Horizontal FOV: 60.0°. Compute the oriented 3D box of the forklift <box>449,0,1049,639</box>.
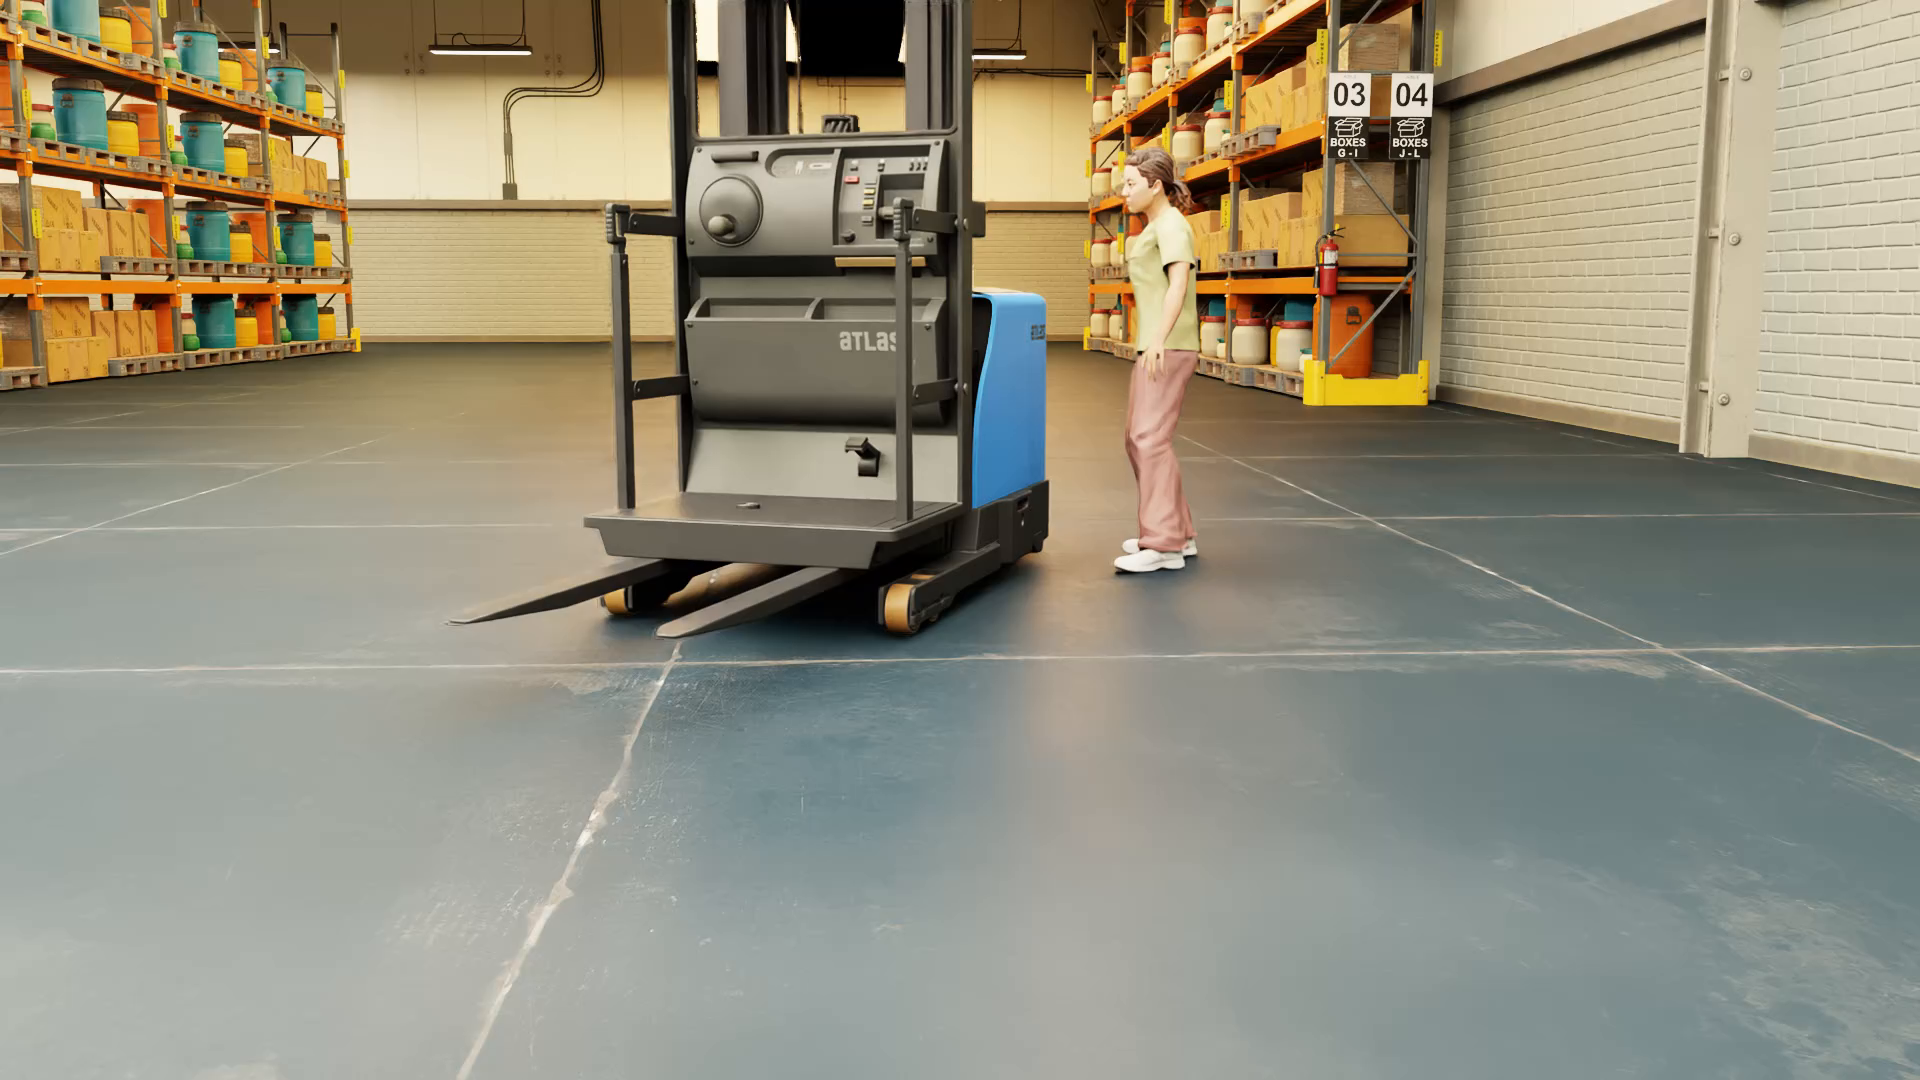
[{"bbox_3d":[-0.566,-1.215,5.511,1.130,2.935,3.031,3,9,18],"label":"forklift"}]

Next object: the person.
[{"bbox_3d":[0.793,-0.735,6.663,0.369,1.650,0.737,0,8,2],"label":"person"}]
